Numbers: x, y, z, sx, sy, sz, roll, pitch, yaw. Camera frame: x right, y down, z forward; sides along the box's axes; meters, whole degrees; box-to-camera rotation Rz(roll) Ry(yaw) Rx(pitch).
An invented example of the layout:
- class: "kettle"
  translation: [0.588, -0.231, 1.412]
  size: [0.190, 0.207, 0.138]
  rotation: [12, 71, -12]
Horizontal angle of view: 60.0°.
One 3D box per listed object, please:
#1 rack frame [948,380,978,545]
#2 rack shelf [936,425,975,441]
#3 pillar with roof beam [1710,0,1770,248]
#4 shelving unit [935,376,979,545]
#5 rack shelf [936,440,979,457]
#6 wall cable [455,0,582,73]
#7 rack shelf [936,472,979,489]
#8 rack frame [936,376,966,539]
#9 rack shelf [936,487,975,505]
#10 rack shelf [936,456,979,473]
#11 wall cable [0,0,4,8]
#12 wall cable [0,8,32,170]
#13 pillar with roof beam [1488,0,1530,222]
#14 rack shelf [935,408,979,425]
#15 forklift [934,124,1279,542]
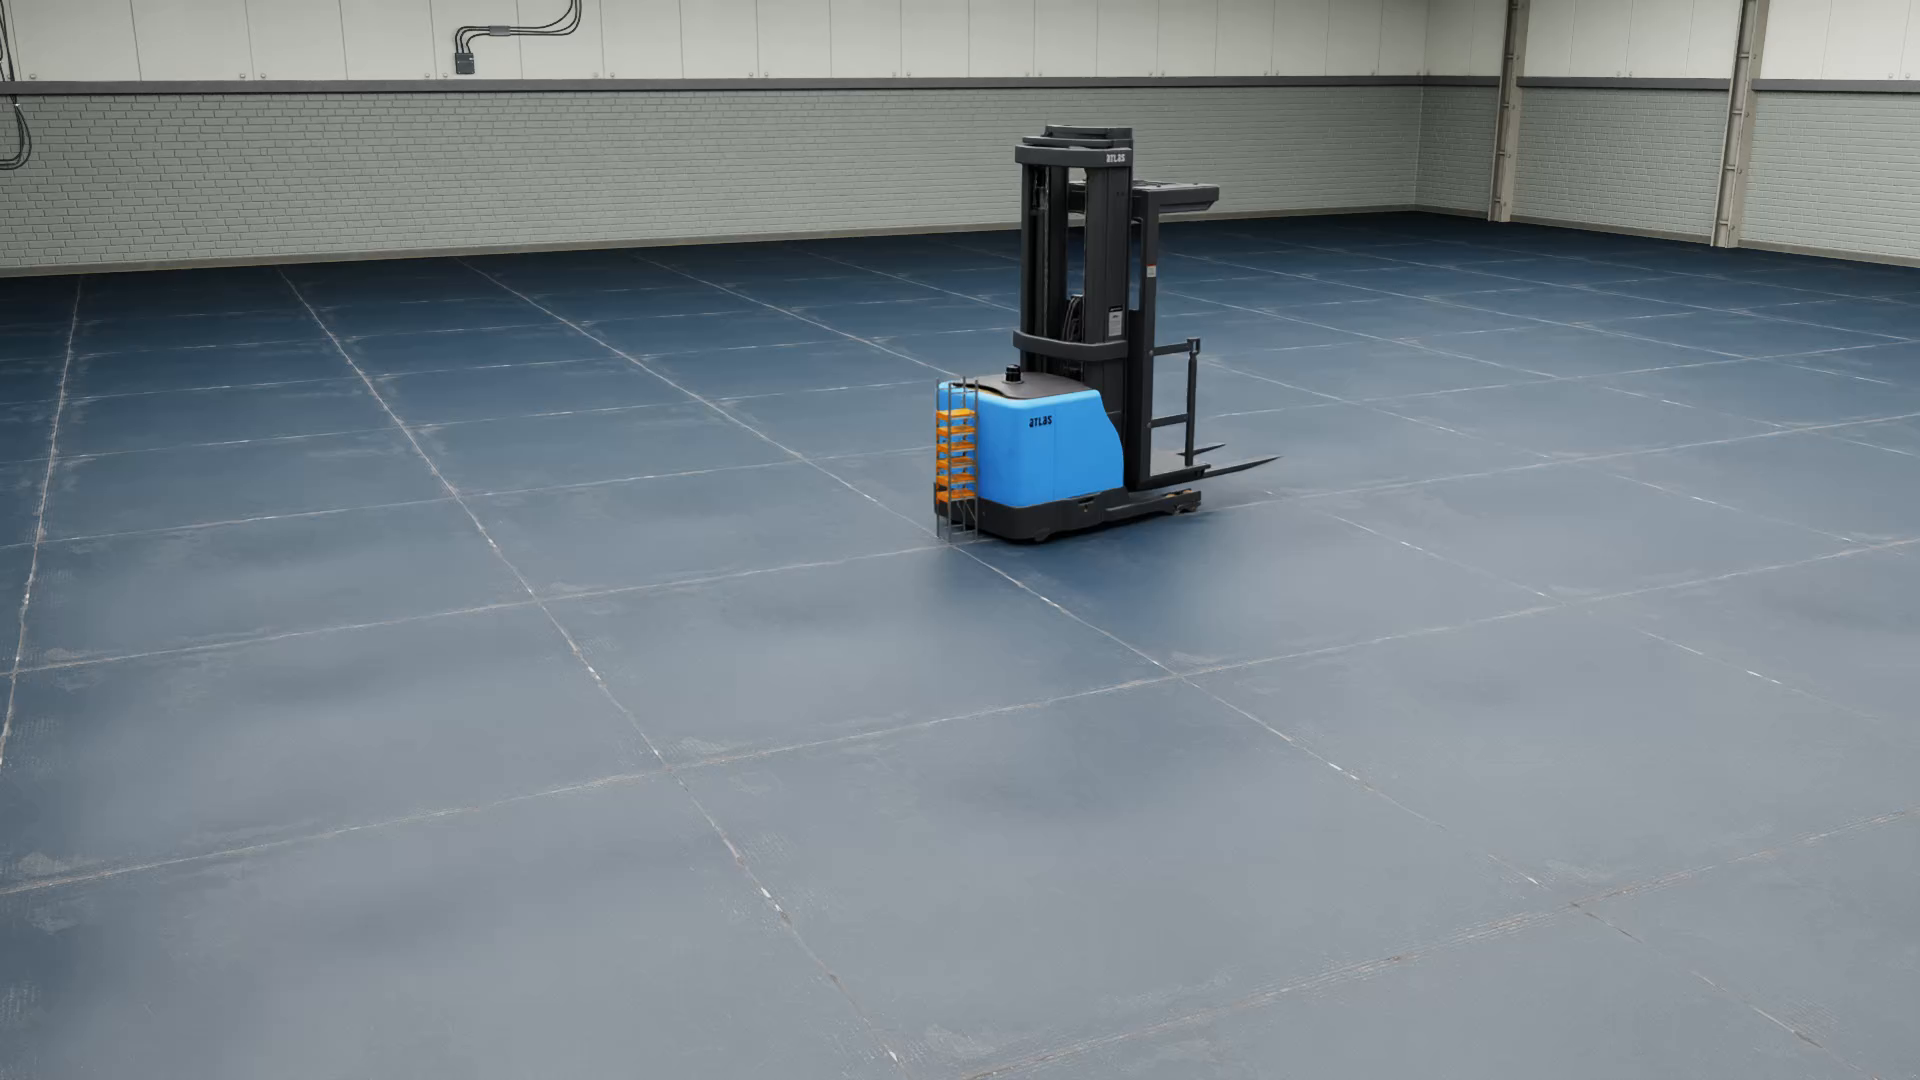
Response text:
- class: "rack frame"
  translation: [0.022, -0.553, 12.003]
  size: [0.240, 1.200, 0.006]
  rotation: [-8, 18, -27]
- class: "rack shelf"
  translation: [-0.021, -0.763, 12.026]
  size: [0.258, 0.103, 0.180]
  rotation: [-8, 18, -27]
- class: "pillar with roof beam"
  translation: [10.759, -9.424, 28.775]
  size: [9.100, 9.000, 0.400]
  rotation: [-8, 18, -25]
- class: "shelving unit"
  translation: [-0.021, -0.575, 12.080]
  size: [0.258, 1.200, 0.189]
  rotation: [-8, 18, -27]
- class: "rack shelf"
  translation: [-0.021, -0.648, 12.059]
  size: [0.258, 0.103, 0.180]
  rotation: [-8, 18, -27]
- class: "wall cable"
  translation: [-7.877, -11.293, 29.125]
  size: [2.305, 6.003, 0.169]
  rotation: [-8, 18, -25]
- class: "rack shelf"
  translation: [-0.021, -0.417, 12.126]
  size: [0.258, 0.103, 0.180]
  rotation: [-8, 18, -27]
- class: "rack frame"
  translation: [-0.065, -0.598, 12.158]
  size: [0.240, 1.200, 0.006]
  rotation: [-8, 18, -27]
- class: "rack shelf"
  translation: [-0.021, -0.302, 12.159]
  size: [0.258, 0.103, 0.180]
  rotation: [-8, 18, -27]
- class: "rack shelf"
  translation: [-0.021, -0.533, 12.093]
  size: [0.258, 0.103, 0.180]
  rotation: [-8, 18, -27]
- class: "wall cable"
  translation: [-13.986, -9.777, 26.481]
  size: [3.097, 2.526, 0.112]
  rotation: [-8, 18, -25]
- class: "wall cable"
  translation: [-16.417, -7.023, 26.038]
  size: [3.097, 2.526, 0.112]
  rotation: [-8, 18, -25]
- class: "pillar with roof beam"
  translation: [8.131, -10.911, 33.959]
  size: [9.100, 9.000, 0.400]
  rotation: [-8, 18, -25]
- class: "rack shelf"
  translation: [-0.021, -0.879, 11.993]
  size: [0.258, 0.103, 0.180]
  rotation: [-8, 18, -27]
- class: "forklift"
  translation: [1.270, -1.702, 12.868]
  size: [3.031, 2.935, 1.130]
  rotation: [-12, 20, -37]
